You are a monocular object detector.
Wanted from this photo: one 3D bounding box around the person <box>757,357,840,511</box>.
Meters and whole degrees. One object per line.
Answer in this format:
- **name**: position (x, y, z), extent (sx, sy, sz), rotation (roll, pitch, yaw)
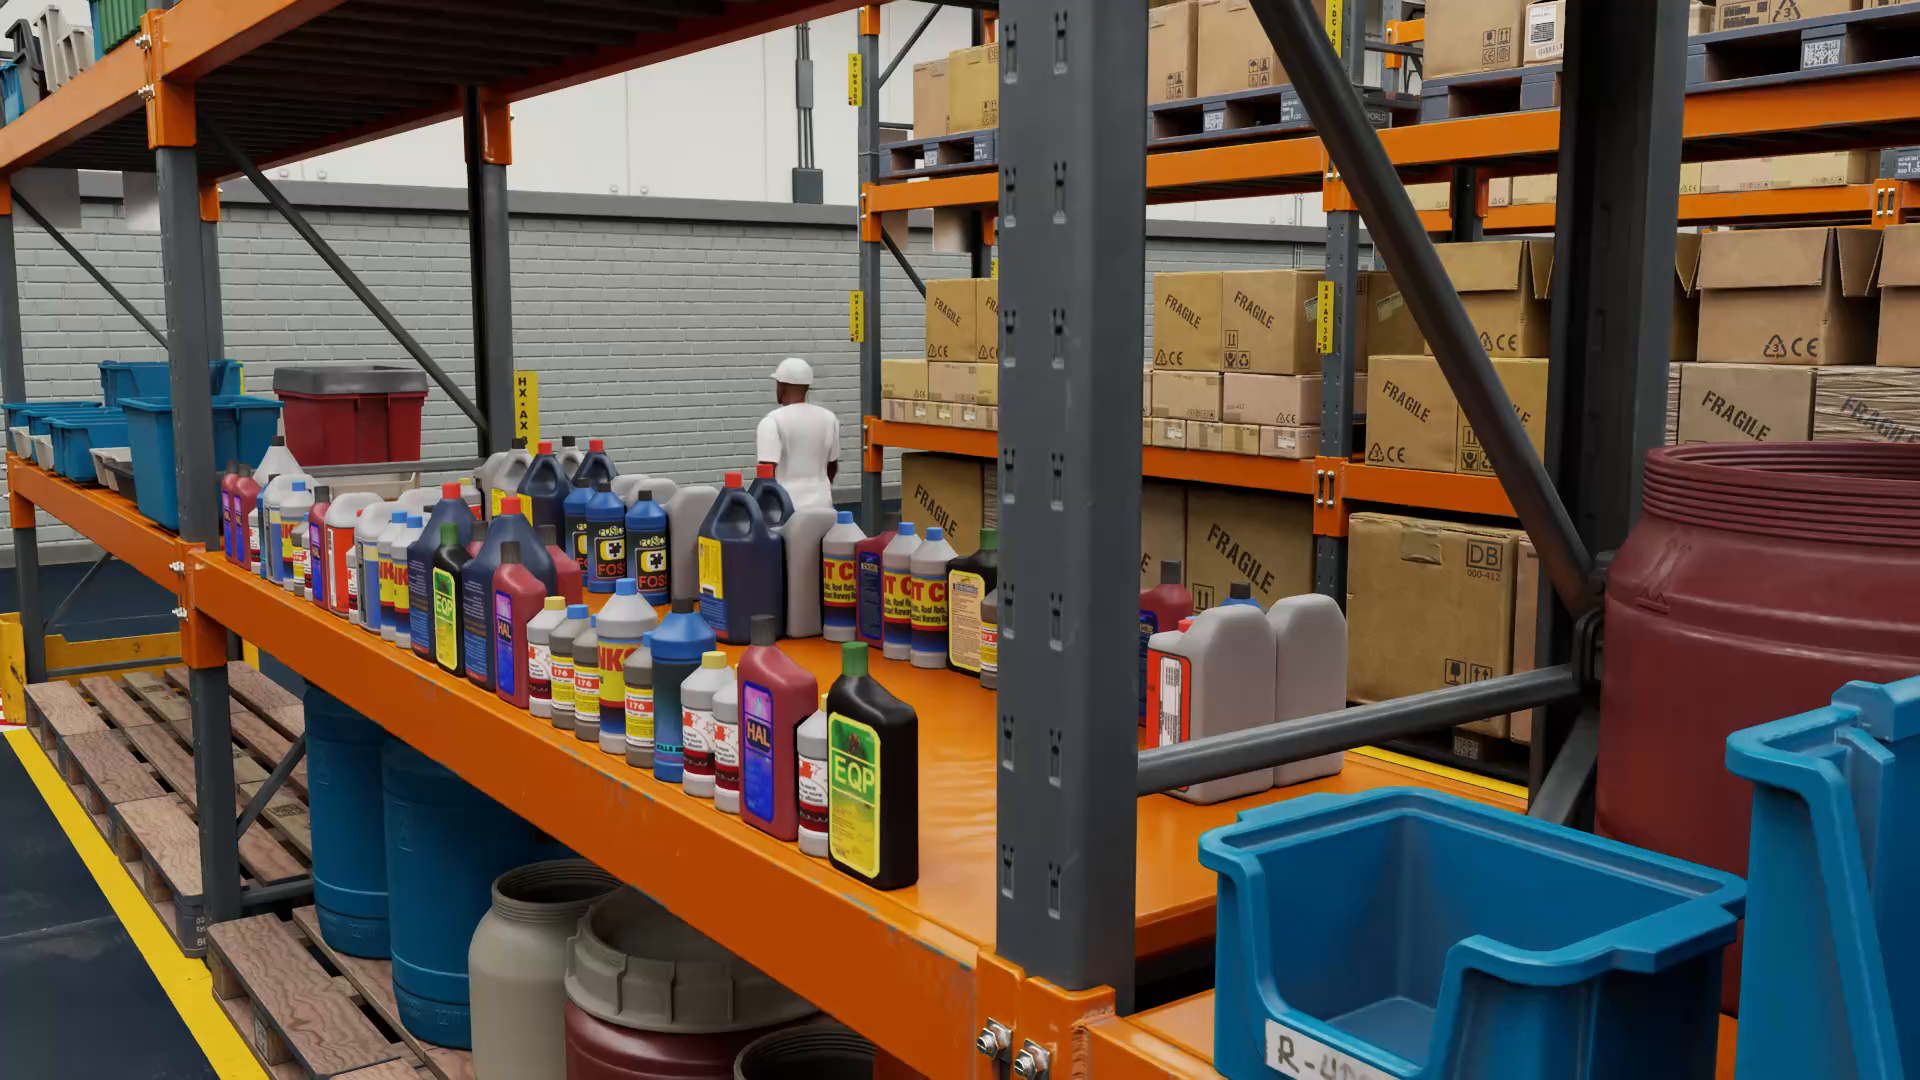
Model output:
- **person**: position (-0.979, -0.201, 9.655), extent (0.576, 1.711, 1.063), rotation (-5, 9, -32)
